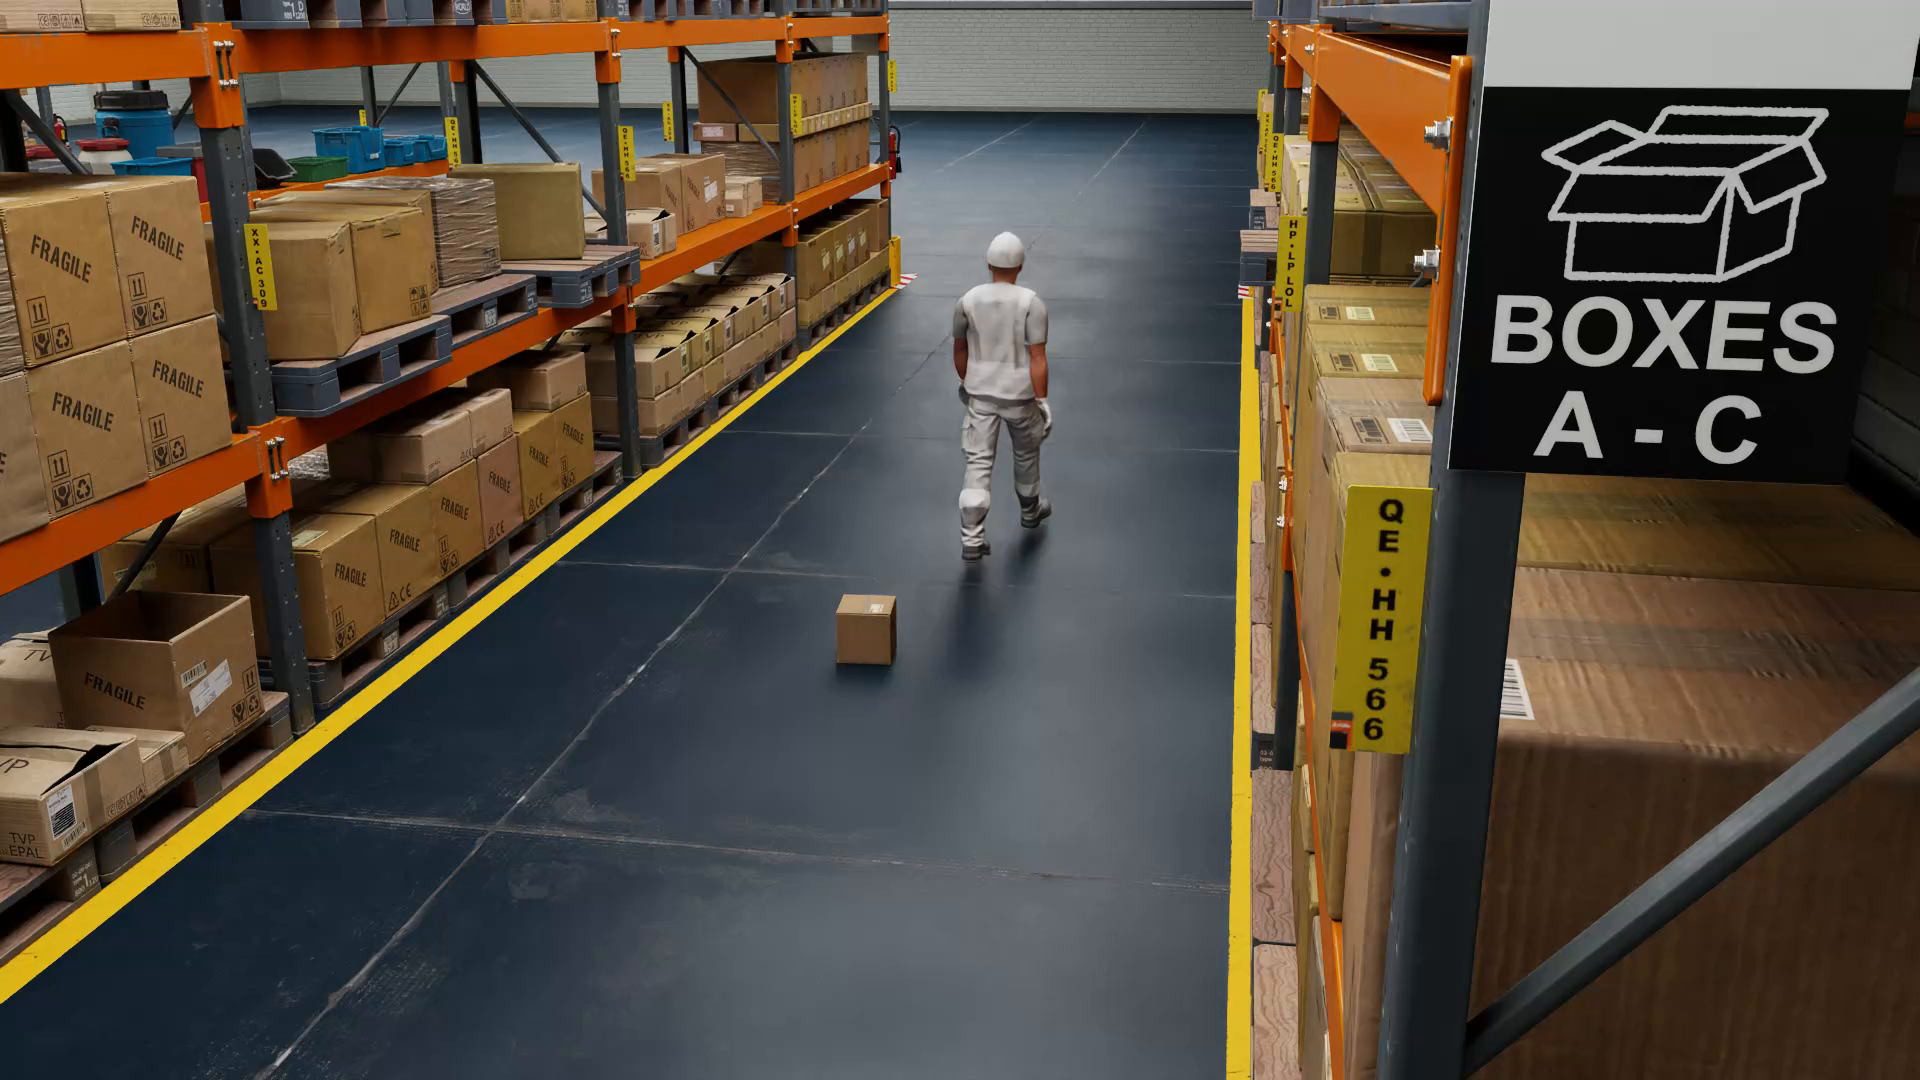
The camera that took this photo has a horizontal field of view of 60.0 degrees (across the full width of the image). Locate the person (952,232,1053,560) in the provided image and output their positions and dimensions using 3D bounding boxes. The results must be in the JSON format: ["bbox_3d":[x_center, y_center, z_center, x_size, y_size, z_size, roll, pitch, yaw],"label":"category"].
[{"bbox_3d":[0.248,-0.820,9.074,0.583,1.730,1.088,3,18,10],"label":"person"}]
